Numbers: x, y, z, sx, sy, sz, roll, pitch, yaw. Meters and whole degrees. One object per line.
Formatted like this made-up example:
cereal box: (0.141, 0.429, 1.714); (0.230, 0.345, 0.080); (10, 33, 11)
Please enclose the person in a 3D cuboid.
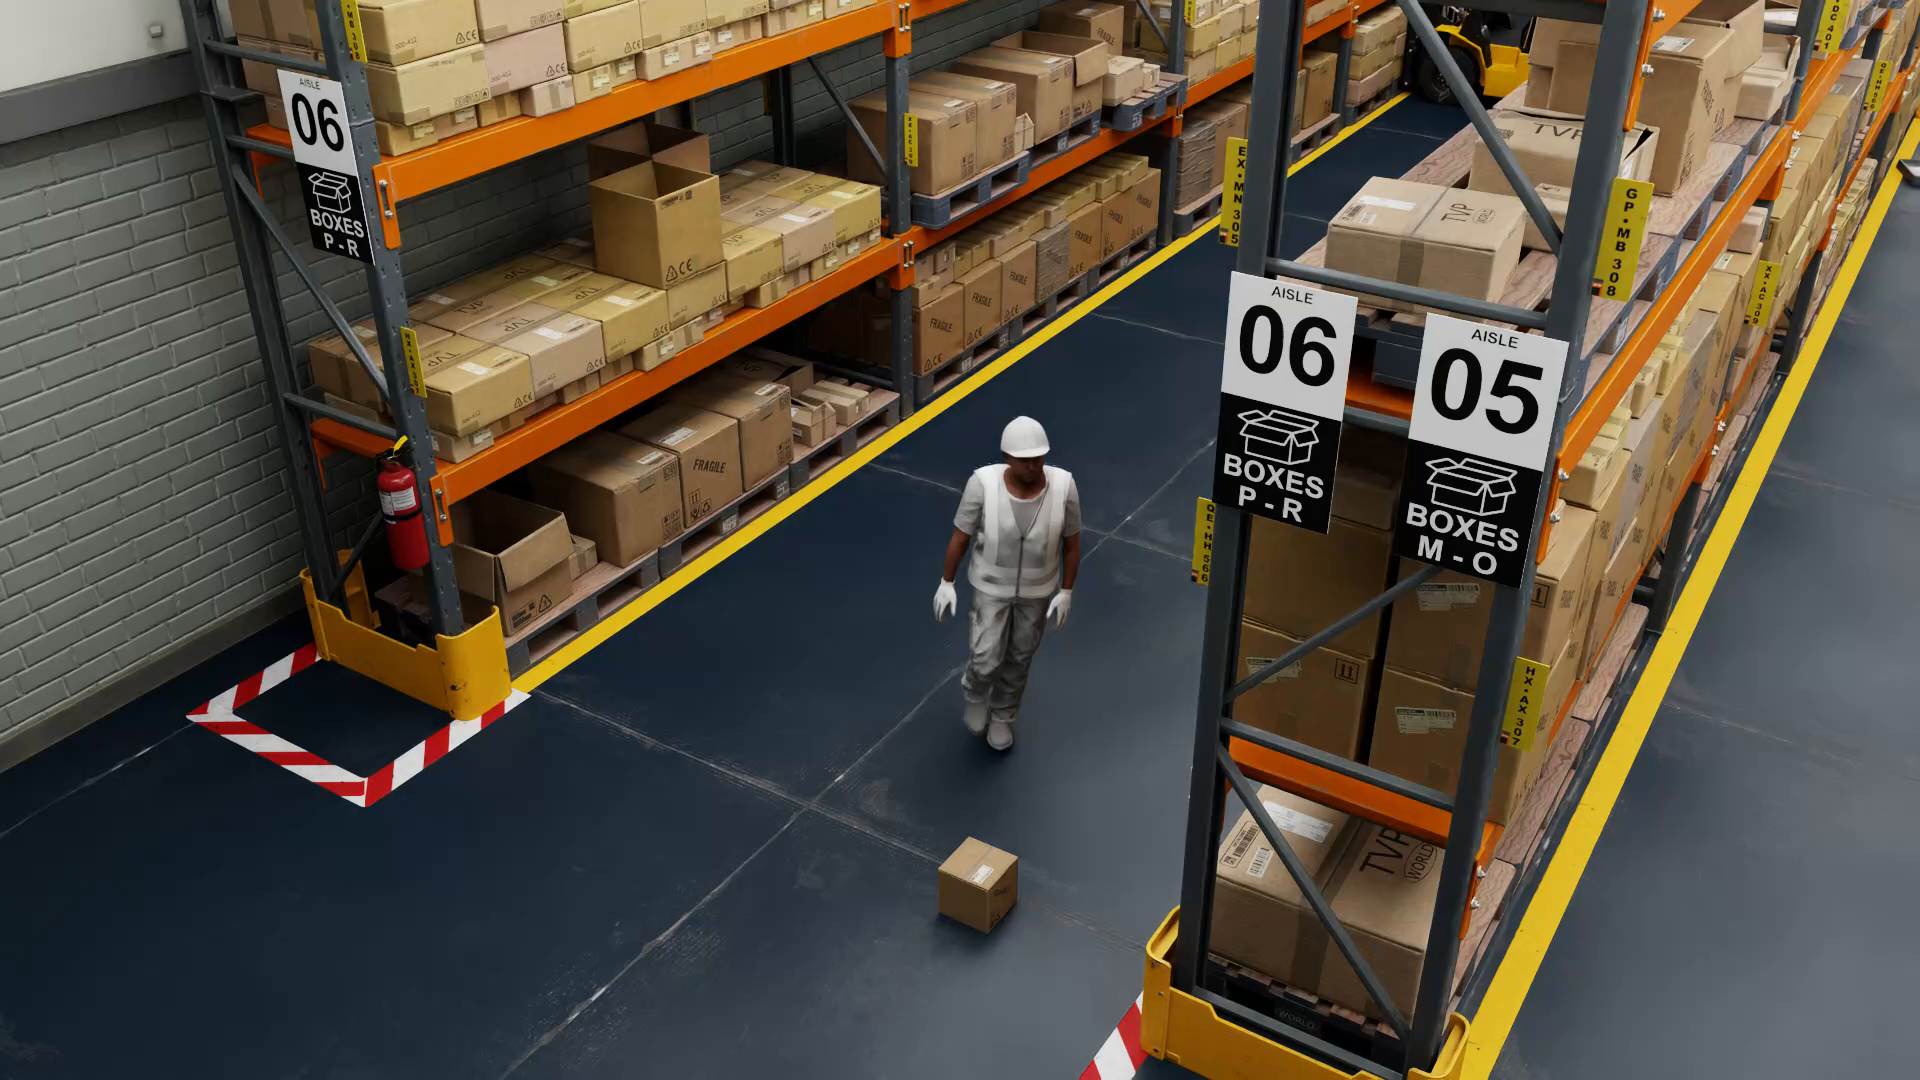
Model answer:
person: (0.216, 0.218, 7.763); (0.685, 1.776, 0.469); (-3, 30, -5)
